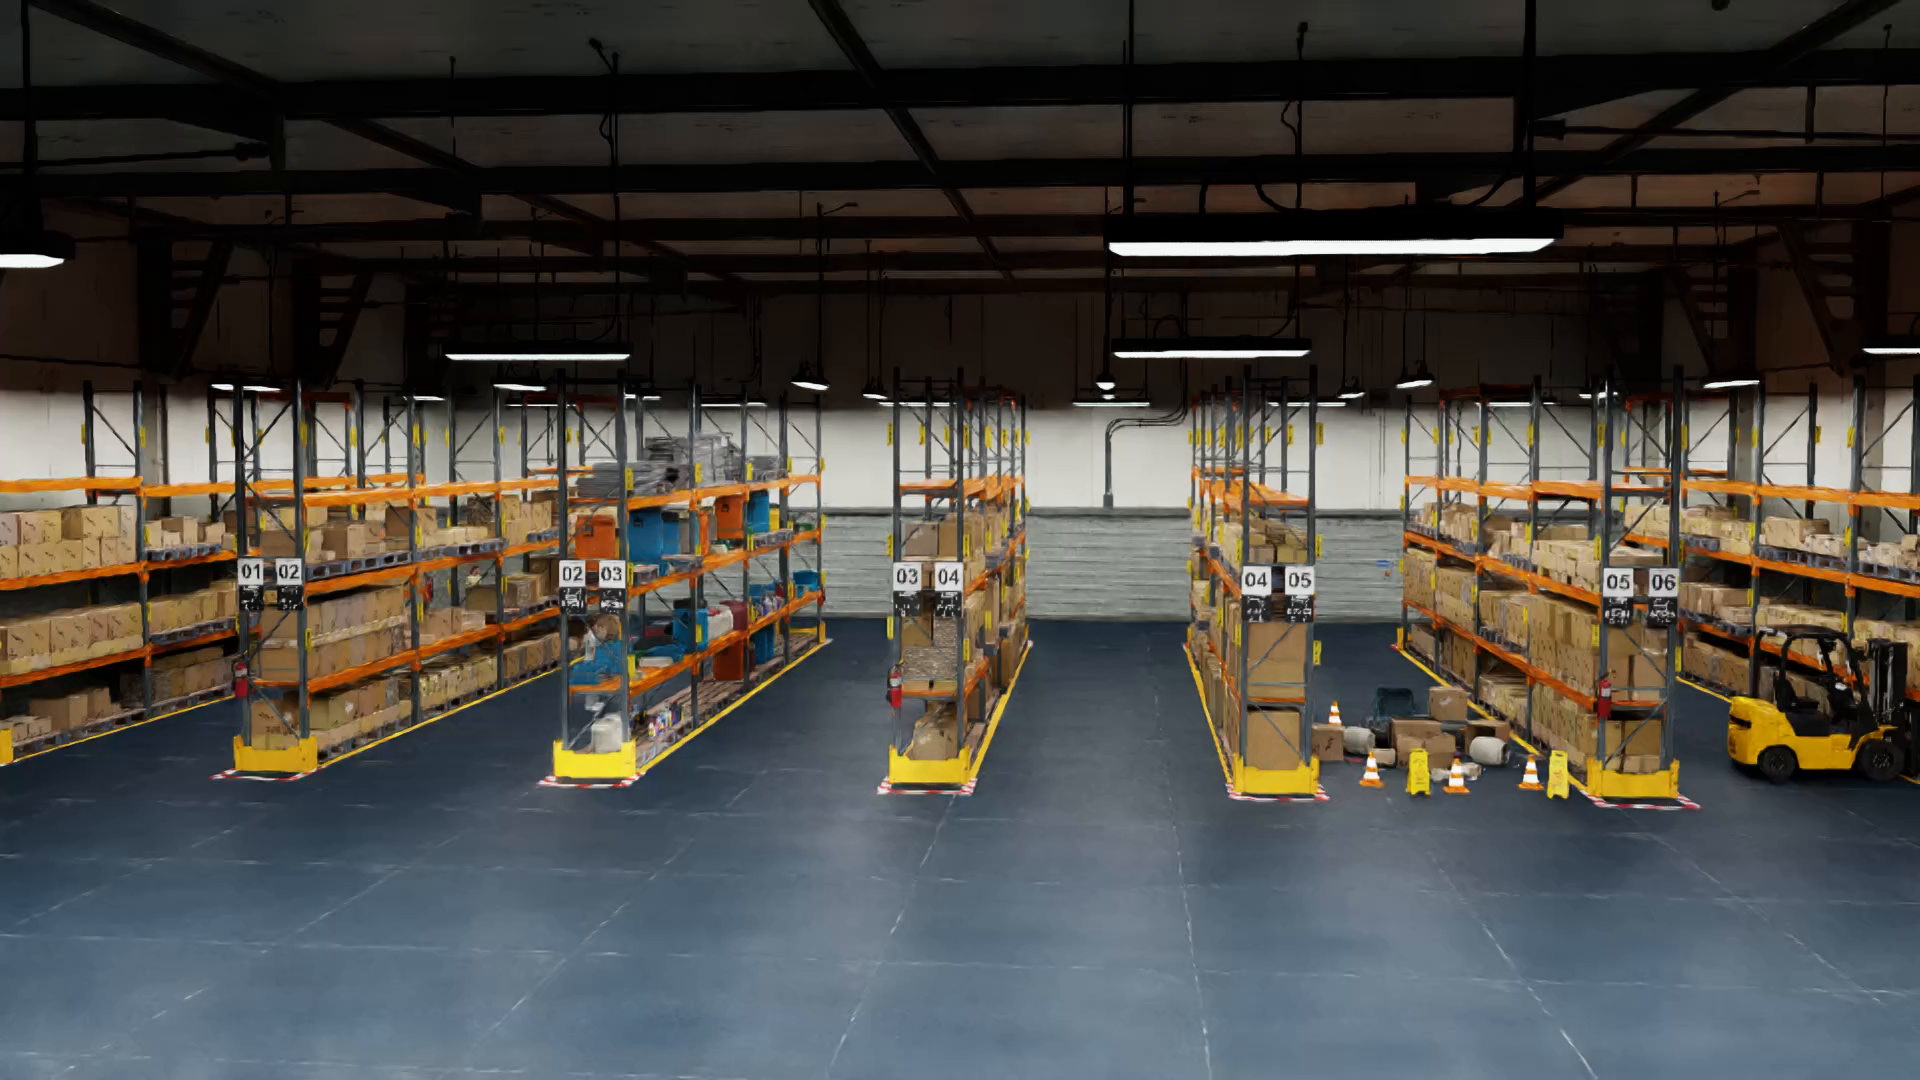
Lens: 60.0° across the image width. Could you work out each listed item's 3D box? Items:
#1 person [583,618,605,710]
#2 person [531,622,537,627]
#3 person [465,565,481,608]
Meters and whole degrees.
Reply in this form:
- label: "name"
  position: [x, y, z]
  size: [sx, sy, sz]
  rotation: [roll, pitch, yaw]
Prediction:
- label: "person"
  position: [-6.715, 2.264, 30.517]
  size: [0.440, 1.660, 0.496]
  rotation: [-2, 4, -26]
- label: "person"
  position: [-10.417, 1.649, 40.002]
  size: [0.549, 1.708, 1.128]
  rotation: [0, 4, 3]
- label: "person"
  position: [-12.780, 1.530, 43.335]
  size: [0.637, 1.576, 0.451]
  rotation: [-3, 5, -38]
